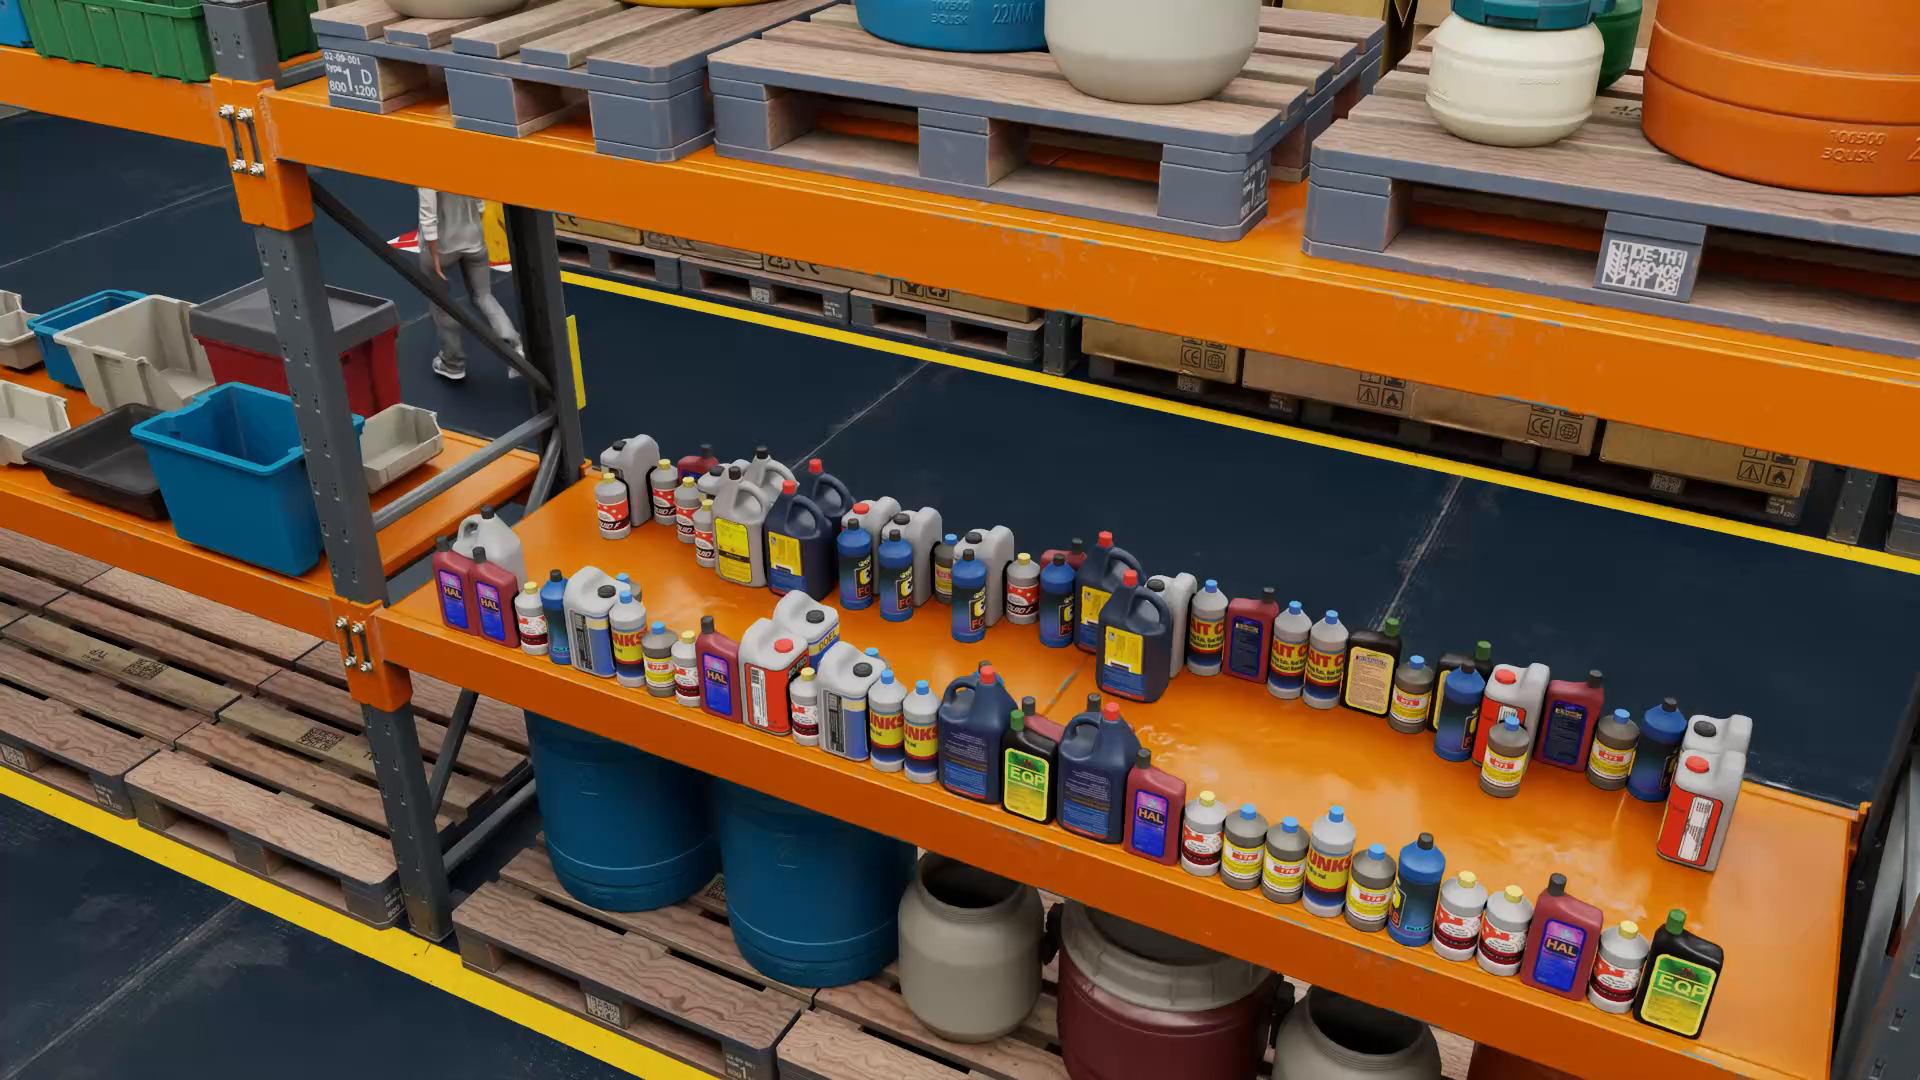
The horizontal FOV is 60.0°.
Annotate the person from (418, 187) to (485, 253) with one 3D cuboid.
[{"bbox_3d":[-2.654,-1.780,8.628,0.264,0.551,0.408,26,39,37],"label":"person"}]
